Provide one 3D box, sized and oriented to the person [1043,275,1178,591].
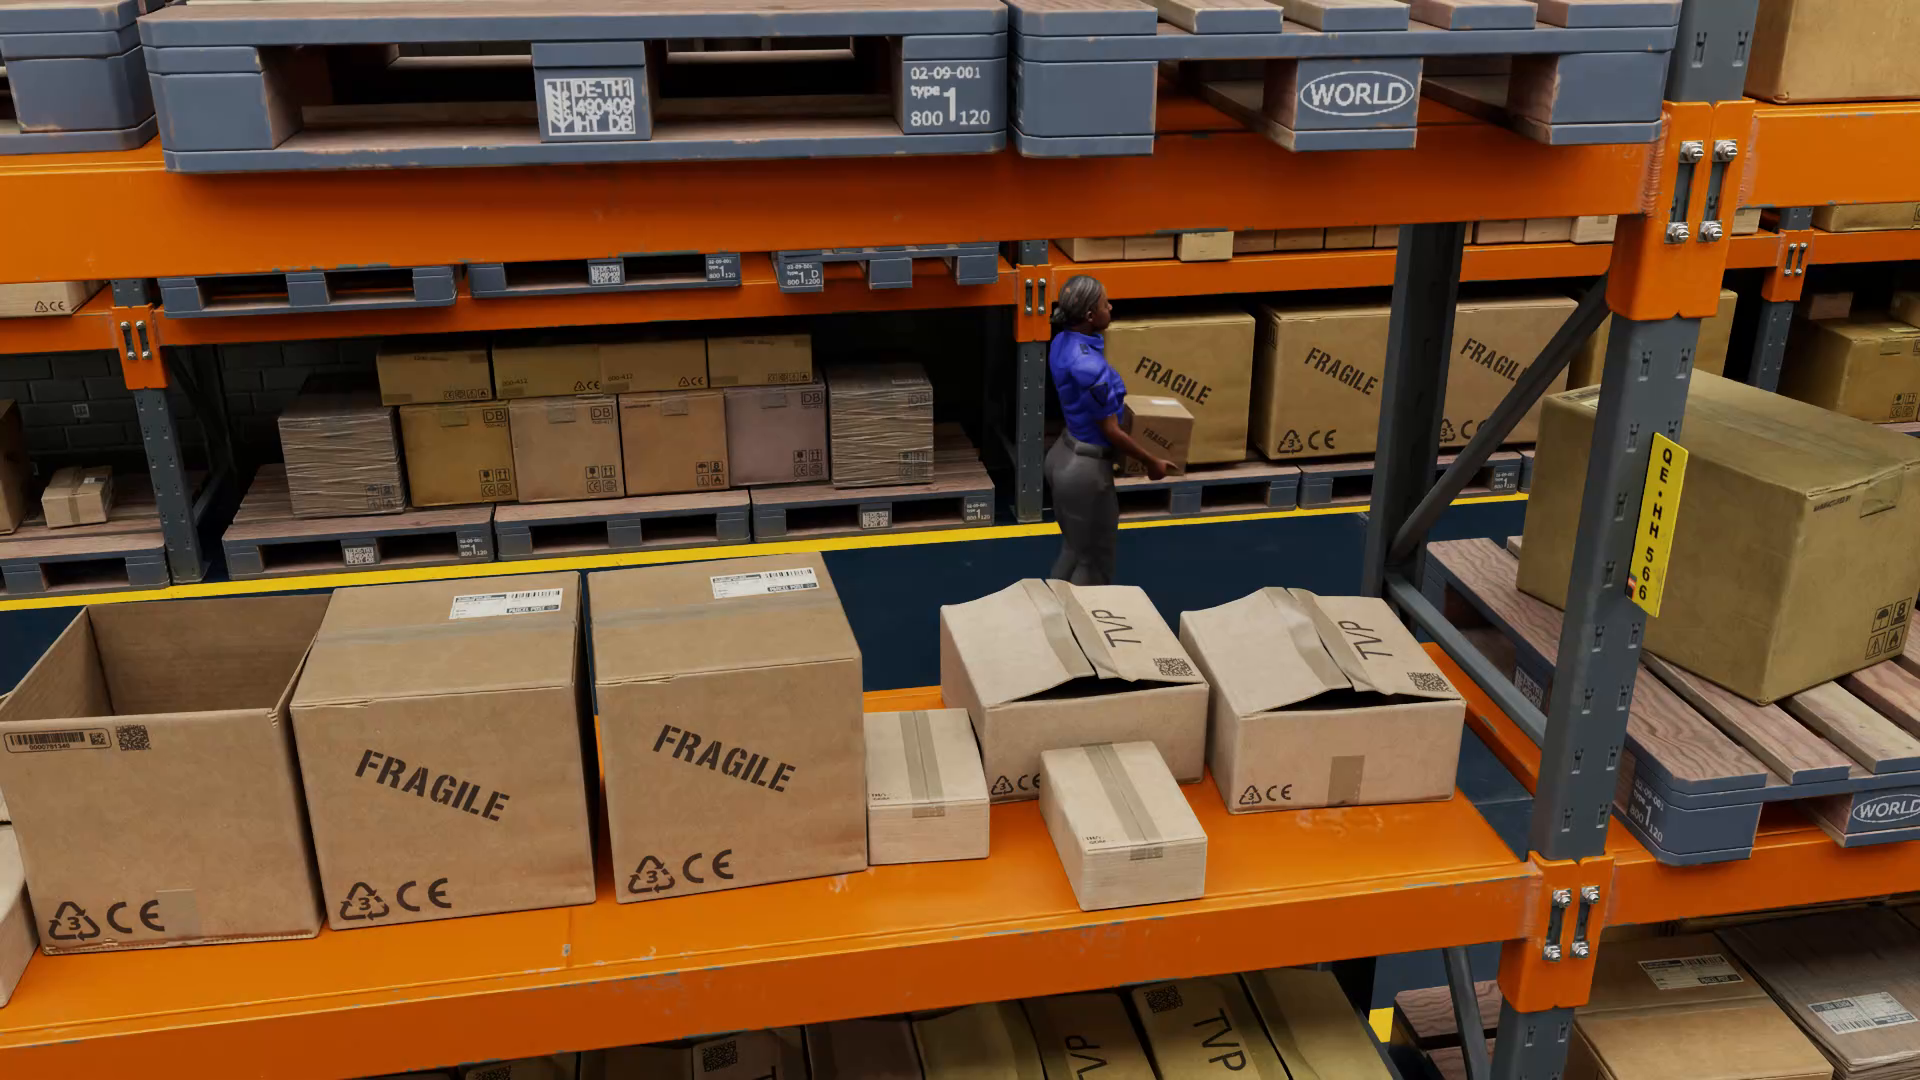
[{"bbox_3d":[0.596,-0.262,6.720,0.502,1.656,0.445,-4,24,-10],"label":"person"}]
